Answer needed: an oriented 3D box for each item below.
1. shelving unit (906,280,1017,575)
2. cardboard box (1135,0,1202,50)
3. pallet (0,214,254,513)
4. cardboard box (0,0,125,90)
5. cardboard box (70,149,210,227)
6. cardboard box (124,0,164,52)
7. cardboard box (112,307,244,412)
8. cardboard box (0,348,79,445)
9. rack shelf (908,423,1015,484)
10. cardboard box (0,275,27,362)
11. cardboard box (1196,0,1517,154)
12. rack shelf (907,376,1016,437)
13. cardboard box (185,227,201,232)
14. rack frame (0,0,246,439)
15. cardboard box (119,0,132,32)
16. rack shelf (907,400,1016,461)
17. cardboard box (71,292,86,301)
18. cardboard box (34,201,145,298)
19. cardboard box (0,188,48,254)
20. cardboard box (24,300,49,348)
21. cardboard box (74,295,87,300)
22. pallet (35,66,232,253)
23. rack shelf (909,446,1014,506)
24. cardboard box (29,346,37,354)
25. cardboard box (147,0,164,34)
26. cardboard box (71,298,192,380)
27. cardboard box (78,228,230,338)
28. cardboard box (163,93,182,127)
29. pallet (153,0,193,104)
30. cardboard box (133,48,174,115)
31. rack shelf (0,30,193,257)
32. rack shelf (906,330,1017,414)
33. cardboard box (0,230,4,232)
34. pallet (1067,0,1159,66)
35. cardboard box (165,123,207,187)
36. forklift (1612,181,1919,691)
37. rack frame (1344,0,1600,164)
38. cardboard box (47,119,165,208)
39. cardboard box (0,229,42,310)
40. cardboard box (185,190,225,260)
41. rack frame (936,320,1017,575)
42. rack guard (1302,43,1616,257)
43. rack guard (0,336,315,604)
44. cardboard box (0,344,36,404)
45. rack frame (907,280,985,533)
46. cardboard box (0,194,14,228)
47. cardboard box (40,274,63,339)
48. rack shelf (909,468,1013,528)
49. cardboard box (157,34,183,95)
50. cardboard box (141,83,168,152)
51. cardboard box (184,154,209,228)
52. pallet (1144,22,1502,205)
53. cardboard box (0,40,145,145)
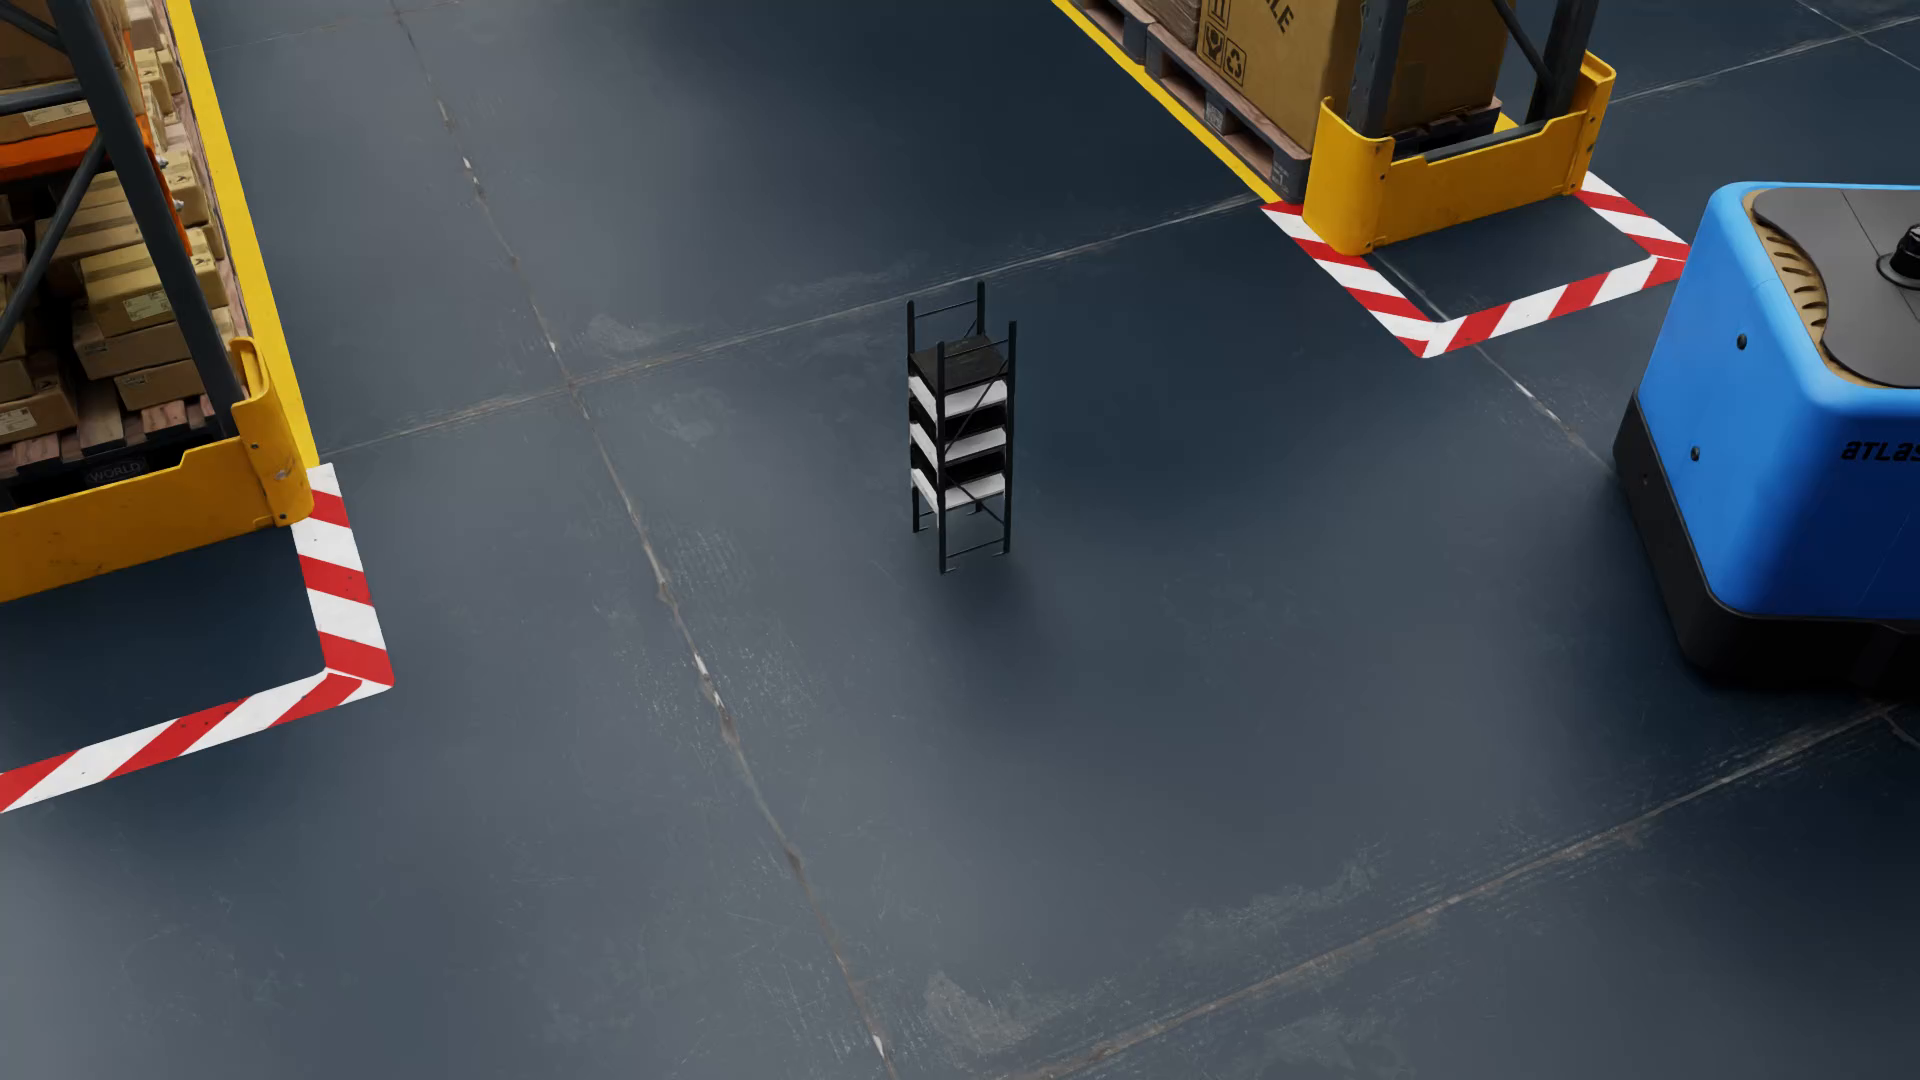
[{"bbox_3d":[0.003,-0.315,4.929,0.258,0.900,0.210,-18,47,-17],"label":"shelving unit"},{"bbox_3d":[1.190,-2.789,7.155,0.875,0.875,0.875,-18,47,-17],"label":"cardboard box"},{"bbox_3d":[-2.970,-0.616,5.724,1.003,0.211,1.213,-18,47,-17],"label":"pallet"},{"bbox_3d":[-2.567,-1.541,4.393,0.500,0.500,0.500,-16,47,-16],"label":"cardboard box"},{"bbox_3d":[-2.756,-1.151,5.588,0.380,0.149,0.250,-18,47,-18],"label":"cardboard box"},{"bbox_3d":[-3.310,-1.968,6.416,0.380,0.149,0.250,-20,48,-19],"label":"cardboard box"},{"bbox_3d":[-2.559,-0.595,5.448,0.380,0.149,0.250,-17,47,-17],"label":"cardboard box"},{"bbox_3d":[-3.039,-0.440,5.291,0.380,0.149,0.250,-17,47,-17],"label":"cardboard box"},{"bbox_3d":[0.003,-0.291,4.952,0.258,0.077,0.200,-18,47,-17],"label":"rack shelf"},{"bbox_3d":[-3.081,-0.641,5.071,0.380,0.149,0.250,-18,47,-17],"label":"cardboard box"},{"bbox_3d":[1.572,-2.209,6.567,0.875,0.875,0.875,-18,47,-17],"label":"cardboard box"},{"bbox_3d":[0.003,-0.420,4.826,0.258,0.077,0.200,-18,47,-17],"label":"rack shelf"},{"bbox_3d":[-2.680,-0.873,5.518,0.380,0.149,0.250,-18,47,-18],"label":"cardboard box"},{"bbox_3d":[-2.629,-1.032,4.160,1.000,3.000,0.127,-18,47,-17],"label":"rack frame"},{"bbox_3d":[-2.677,-1.583,4.897,0.380,0.149,0.250,-19,48,-19],"label":"cardboard box"},{"bbox_3d":[0.003,-0.355,4.889,0.258,0.077,0.200,-18,47,-17],"label":"rack shelf"},{"bbox_3d":[-2.854,-0.894,5.751,0.380,0.149,0.250,-18,47,-17],"label":"cardboard box"},{"bbox_3d":[-2.766,-0.952,5.387,0.380,0.149,0.250,-17,47,-17],"label":"cardboard box"},{"bbox_3d":[-3.349,-1.057,5.704,0.380,0.149,0.250,-19,48,-18],"label":"cardboard box"},{"bbox_3d":[-3.171,-0.707,5.350,0.380,0.149,0.250,-19,48,-18],"label":"cardboard box"},{"bbox_3d":[-2.743,-0.737,5.592,0.380,0.149,0.250,-18,47,-18],"label":"cardboard box"},{"bbox_3d":[-3.479,-1.392,6.510,1.003,0.211,1.213,-18,47,-17],"label":"pallet"},{"bbox_3d":[0.003,-0.227,5.015,0.258,0.077,0.200,-18,47,-17],"label":"rack shelf"},{"bbox_3d":[-3.239,-0.574,5.427,0.380,0.149,0.250,-17,47,-16],"label":"cardboard box"},{"bbox_3d":[-3.634,-2.226,7.102,0.380,0.149,0.250,-20,48,-19],"label":"cardboard box"},{"bbox_3d":[-2.616,-0.682,5.324,0.380,0.149,0.250,-16,47,-16],"label":"cardboard box"},{"bbox_3d":[-2.541,-0.812,5.245,0.380,0.149,0.250,-20,48,-19],"label":"cardboard box"},{"bbox_3d":[-3.221,-1.577,6.443,0.380,0.149,0.250,-18,47,-17],"label":"cardboard box"},{"bbox_3d":[-3.996,-2.170,7.299,1.003,0.211,1.213,-18,47,-17],"label":"pallet"},{"bbox_3d":[-3.112,-1.645,6.089,0.380,0.149,0.250,-17,47,-17],"label":"cardboard box"},{"bbox_3d":[-3.470,-2.050,5.704,1.077,0.370,4.000,-18,47,-17],"label":"rack shelf"},{"bbox_3d":[0.003,-0.484,4.762,0.258,0.077,0.200,-18,47,-17],"label":"rack shelf"},{"bbox_3d":[-3.330,-0.855,5.500,0.380,0.149,0.250,-20,48,-19],"label":"cardboard box"},{"bbox_3d":[0.998,-2.702,7.838,1.003,0.211,1.213,-18,47,-17],"label":"pallet"},{"bbox_3d":[-3.081,-1.408,6.272,0.380,0.149,0.250,-20,48,-19],"label":"cardboard box"},{"bbox_3d":[3.627,-0.929,4.105,3.031,2.935,1.130,2,45,2],"label":"forklift"},{"bbox_3d":[1.914,-2.432,5.579,1.000,3.000,0.127,-18,47,-17],"label":"rack frame"},{"bbox_3d":[-2.935,-1.284,5.723,0.380,0.149,0.250,-20,48,-19],"label":"cardboard box"},{"bbox_3d":[-3.135,-0.818,5.250,0.380,0.149,0.250,-17,47,-17],"label":"cardboard box"},{"bbox_3d":[-2.862,-1.089,5.949,0.380,0.149,0.250,-17,47,-17],"label":"cardboard box"},{"bbox_3d":[0.046,-0.250,4.863,0.240,0.900,0.006,-18,47,-17],"label":"rack frame"},{"bbox_3d":[1.924,-1.527,6.442,1.175,0.500,0.348,-18,47,-17],"label":"rack guard"},{"bbox_3d":[-2.661,-0.190,5.087,1.175,0.500,0.348,-18,47,-17],"label":"rack guard"},{"bbox_3d":[-3.110,-0.524,5.165,0.380,0.149,0.250,-19,48,-18],"label":"cardboard box"},{"bbox_3d":[-0.039,-0.380,4.994,0.240,0.900,0.006,-18,47,-17],"label":"rack frame"},{"bbox_3d":[-3.410,-1.129,5.566,0.380,0.149,0.250,-20,48,-19],"label":"cardboard box"},{"bbox_3d":[-3.272,-0.768,5.623,0.380,0.149,0.250,-18,47,-18],"label":"cardboard box"},{"bbox_3d":[0.003,-0.163,5.079,0.258,0.077,0.200,-18,47,-17],"label":"rack shelf"},{"bbox_3d":[-3.401,-1.906,6.777,0.380,0.149,0.250,-18,47,-17],"label":"cardboard box"},{"bbox_3d":[-3.043,-1.464,5.905,0.380,0.149,0.250,-16,47,-16],"label":"cardboard box"},{"bbox_3d":[-2.873,-1.198,5.848,0.380,0.149,0.250,-17,47,-16],"label":"cardboard box"},{"bbox_3d":[1.507,-1.926,7.051,1.003,0.211,1.213,-18,47,-17],"label":"pallet"},{"bbox_3d":[-2.468,-1.245,4.555,0.380,0.149,0.250,-18,48,-18],"label":"cardboard box"}]
